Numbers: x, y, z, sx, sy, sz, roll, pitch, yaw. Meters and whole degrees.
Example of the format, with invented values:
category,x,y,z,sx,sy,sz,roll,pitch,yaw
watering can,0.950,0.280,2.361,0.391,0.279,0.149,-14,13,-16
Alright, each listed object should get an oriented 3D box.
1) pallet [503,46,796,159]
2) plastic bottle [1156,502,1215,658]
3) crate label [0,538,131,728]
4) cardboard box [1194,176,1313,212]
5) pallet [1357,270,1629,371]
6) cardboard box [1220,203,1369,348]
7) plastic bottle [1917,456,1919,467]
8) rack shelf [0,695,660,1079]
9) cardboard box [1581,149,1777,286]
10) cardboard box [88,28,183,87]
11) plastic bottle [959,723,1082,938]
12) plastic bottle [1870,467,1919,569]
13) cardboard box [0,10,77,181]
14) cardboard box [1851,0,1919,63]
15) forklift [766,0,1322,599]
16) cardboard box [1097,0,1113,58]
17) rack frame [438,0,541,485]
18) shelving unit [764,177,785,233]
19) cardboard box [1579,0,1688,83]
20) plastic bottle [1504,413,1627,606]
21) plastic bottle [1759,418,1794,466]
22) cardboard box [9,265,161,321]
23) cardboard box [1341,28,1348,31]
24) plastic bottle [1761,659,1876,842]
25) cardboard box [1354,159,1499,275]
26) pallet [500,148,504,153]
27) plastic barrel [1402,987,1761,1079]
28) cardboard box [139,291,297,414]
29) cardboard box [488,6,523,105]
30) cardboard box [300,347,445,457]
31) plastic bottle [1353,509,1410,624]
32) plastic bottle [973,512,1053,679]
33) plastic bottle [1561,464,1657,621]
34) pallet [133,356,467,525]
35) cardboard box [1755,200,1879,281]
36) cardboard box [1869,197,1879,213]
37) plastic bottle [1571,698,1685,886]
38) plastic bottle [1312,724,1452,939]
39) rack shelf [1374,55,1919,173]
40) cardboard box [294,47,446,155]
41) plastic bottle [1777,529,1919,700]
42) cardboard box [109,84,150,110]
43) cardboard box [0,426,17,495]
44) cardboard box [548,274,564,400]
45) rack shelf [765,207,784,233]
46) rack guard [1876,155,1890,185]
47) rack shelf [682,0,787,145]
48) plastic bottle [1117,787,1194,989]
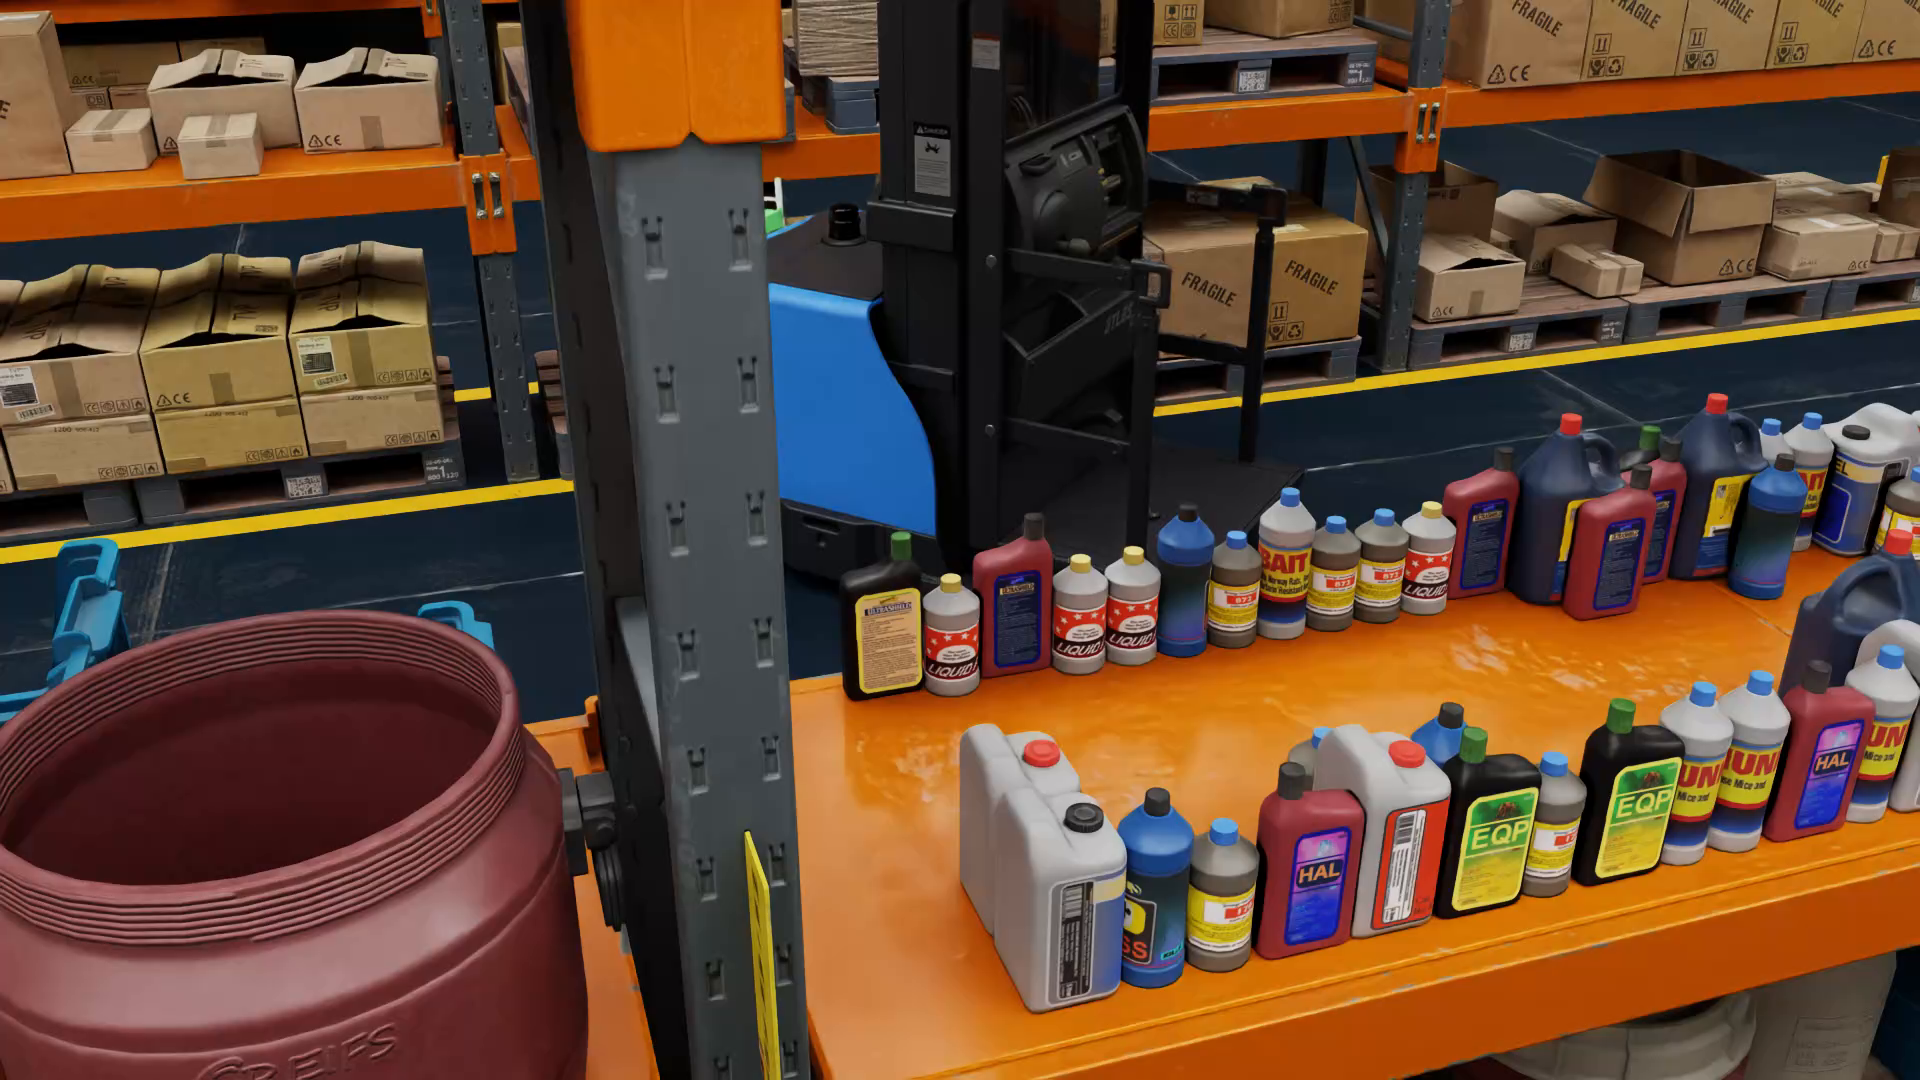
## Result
category,x,y,z,sx,sy,sz,roll,pitch,yaw
pallet,-1.291,-1.823,6.765,1.003,0.211,1.213,-8,28,-16
plastic bottle,0.389,0.063,2.894,0.097,0.271,0.097,0,26,0
crate label,-1.412,0.315,2.202,0.616,0.435,0.502,-8,28,-16
cardboard box,1.355,-1.451,8.116,0.500,0.500,0.500,-10,28,-18
pallet,2.543,-1.182,8.394,1.213,0.211,1.003,-8,28,-16
cardboard box,1.509,-1.225,7.661,0.500,0.500,0.500,-8,28,-16
plastic bottle,1.863,-0.119,3.339,0.097,0.201,0.097,0,26,0
rack shelf,-2.285,0.906,1.860,4.000,0.370,1.077,-8,28,-16
cardboard box,3.675,-1.677,8.567,0.637,0.503,0.797,-8,28,-16
cardboard box,-5.168,-3.047,10.488,0.500,0.250,0.500,-8,28,-16
plastic bottle,0.081,0.377,2.257,0.135,0.276,0.152,-8,28,-16
plastic bottle,1.818,-0.041,3.183,0.097,0.201,0.097,0,26,0
cardboard box,-3.504,-1.593,5.973,0.500,0.500,0.500,-10,28,-19
cardboard box,4.383,-2.617,8.035,0.500,0.500,0.500,-8,28,-16
forklift,0.563,-1.144,5.259,3.031,2.935,1.130,14,30,26
cardboard box,0.229,-2.301,6.926,0.500,0.500,0.700,-16,31,-29
rack frame,-1.913,-1.786,6.475,0.127,3.000,1.000,-8,28,-16
shelving unit,-0.888,-0.754,6.408,0.258,1.200,0.503,12,29,28
cardboard box,2.945,-2.409,7.616,0.500,0.500,0.500,-8,27,-15
plastic bottle,1.120,-0.067,3.067,0.185,0.351,0.144,-8,28,-16
plastic bottle,1.550,-0.105,3.232,0.097,0.271,0.097,0,26,0
cardboard box,-3.485,-0.901,6.681,0.500,0.311,0.500,-9,28,-17
cardboard box,2.567,-3.773,12.816,0.500,0.500,0.700,-9,28,-18
plastic bottle,1.241,0.298,2.407,0.133,0.283,0.061,-8,28,-16
cardboard box,2.344,-1.613,8.442,0.500,0.500,0.500,-8,28,-16
pallet,-2.678,-2.708,11.467,1.213,0.211,1.003,-8,28,-16
plastic barrel,1.151,0.970,3.161,0.708,0.588,0.600,-8,28,-16
cardboard box,-2.827,-0.743,6.363,0.500,0.311,0.500,-9,28,-17
cardboard box,-2.711,-3.151,11.170,0.750,0.750,0.750,-9,28,-17
cardboard box,-2.338,-0.567,6.639,0.500,0.250,0.500,-8,27,-15
plastic bottle,0.760,0.041,3.017,0.097,0.201,0.097,0,26,0
plastic bottle,0.089,0.093,2.821,0.133,0.283,0.061,-8,28,-16
plastic bottle,1.177,0.003,3.002,0.133,0.283,0.061,-8,28,-16
pallet,-2.708,-0.440,6.900,1.213,0.211,1.003,-8,28,-16
cardboard box,4.340,-1.556,8.609,0.500,0.250,0.500,-8,28,-16
cardboard box,4.951,-1.869,9.333,0.250,0.166,0.380,-8,28,-16
plastic bottle,0.929,0.343,2.316,0.133,0.283,0.061,-8,28,-16
plastic bottle,0.568,0.378,2.256,0.135,0.276,0.152,-8,28,-16
rack shelf,3.792,-2.290,8.299,4.000,0.370,1.077,-8,28,-16
cardboard box,-2.273,-1.715,6.431,0.500,0.311,0.500,-7,27,-13
plastic bottle,1.425,0.151,2.629,0.185,0.351,0.144,-8,28,-16
cardboard box,-5.109,-2.734,10.701,0.500,0.500,0.700,-8,28,-16
cardboard box,-3.794,-0.355,6.211,0.500,0.250,0.500,-8,27,-15
cardboard box,-1.392,-0.806,6.816,0.500,0.500,0.500,-7,27,-14
rack shelf,-0.901,-1.129,6.229,0.258,0.148,0.480,12,29,28
rack guard,5.621,-1.758,9.229,0.348,0.500,1.175,-8,28,-16
rack shelf,1.519,-0.988,2.303,4.000,0.370,1.077,-8,28,-16
plastic bottle,0.247,0.439,2.137,0.097,0.271,0.097,0,26,0
